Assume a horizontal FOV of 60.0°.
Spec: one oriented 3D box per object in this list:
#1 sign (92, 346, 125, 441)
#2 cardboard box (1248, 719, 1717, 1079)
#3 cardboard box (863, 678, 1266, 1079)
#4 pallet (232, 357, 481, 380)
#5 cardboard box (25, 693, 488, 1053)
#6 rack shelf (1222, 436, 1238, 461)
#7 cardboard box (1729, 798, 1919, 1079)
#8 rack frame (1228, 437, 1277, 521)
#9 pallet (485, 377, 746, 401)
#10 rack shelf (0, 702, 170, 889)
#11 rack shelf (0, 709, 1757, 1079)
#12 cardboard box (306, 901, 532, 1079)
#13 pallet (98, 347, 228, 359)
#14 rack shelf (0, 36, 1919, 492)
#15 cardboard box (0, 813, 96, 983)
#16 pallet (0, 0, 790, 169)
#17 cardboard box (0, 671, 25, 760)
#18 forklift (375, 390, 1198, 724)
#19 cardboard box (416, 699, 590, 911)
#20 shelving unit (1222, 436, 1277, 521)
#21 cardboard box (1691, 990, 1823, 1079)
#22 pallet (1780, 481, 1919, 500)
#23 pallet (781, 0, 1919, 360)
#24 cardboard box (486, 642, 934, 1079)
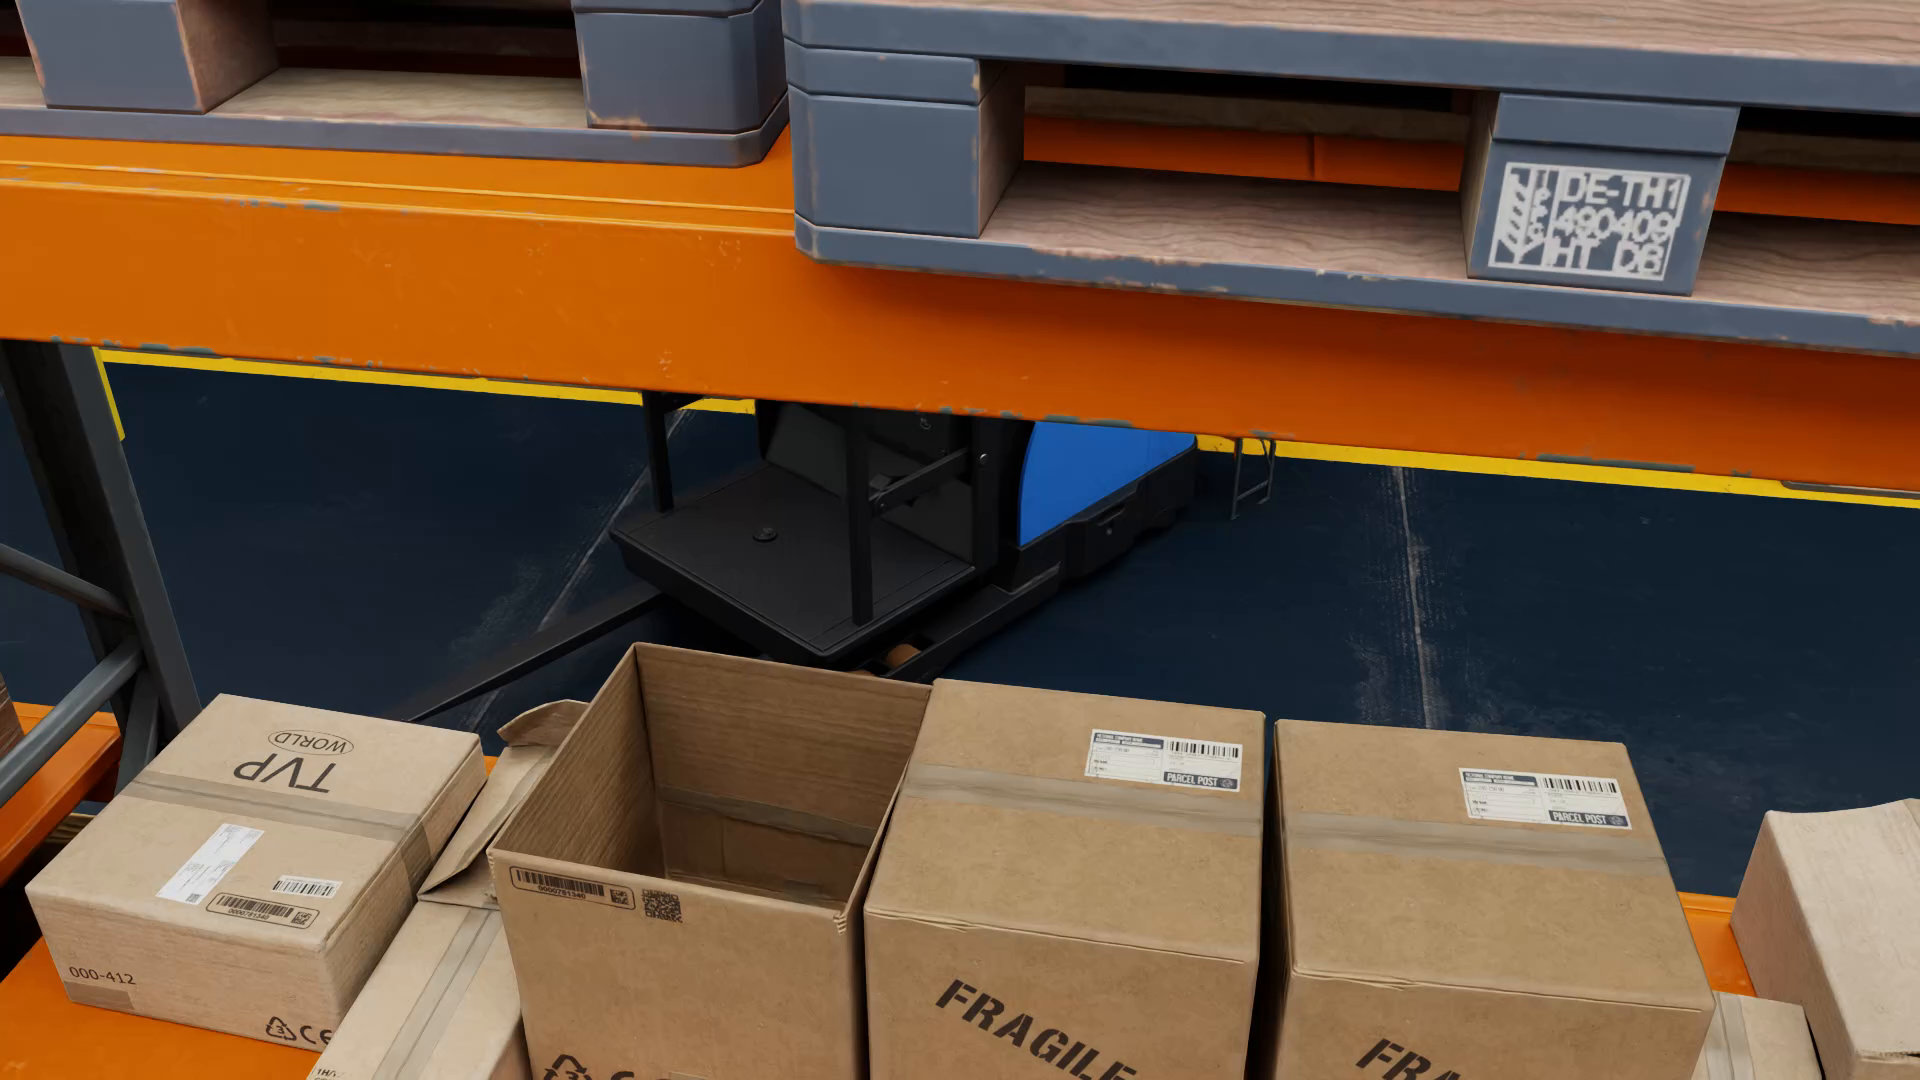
[{"bbox_3d":[-1.521,-0.298,2.882,0.005,0.325,0.100,5,32,8],"label":"sign"},{"bbox_3d":[0.683,0.617,2.342,0.500,0.500,0.500,3,32,6],"label":"cardboard box"},{"bbox_3d":[0.164,0.570,2.418,0.500,0.500,0.500,5,32,8],"label":"cardboard box"},{"bbox_3d":[-2.648,-1.114,7.831,1.213,0.211,1.003,5,32,8],"label":"pallet"},{"bbox_3d":[-1.110,0.529,2.720,0.500,0.250,0.500,7,33,11],"label":"cardboard box"},{"bbox_3d":[0.953,-0.496,6.409,0.258,0.148,0.480,-26,41,-36],"label":"rack shelf"},{"bbox_3d":[1.491,0.658,2.456,0.500,0.311,0.500,5,32,8],"label":"cardboard box"},{"bbox_3d":[1.124,-0.629,6.120,0.240,1.200,0.015,-26,41,-36],"label":"rack frame"},{"bbox_3d":[-1.441,-1.007,7.659,1.213,0.211,1.003,5,32,8],"label":"pallet"},{"bbox_3d":[-3.575,0.570,3.190,4.000,0.370,1.077,5,32,8],"label":"rack shelf"},{"bbox_3d":[0.368,0.927,2.619,4.000,0.370,1.077,5,32,8],"label":"rack shelf"},{"bbox_3d":[-0.764,0.736,2.483,0.250,0.149,0.380,5,32,8],"label":"cardboard box"},{"bbox_3d":[-3.847,-1.225,8.007,1.213,0.211,1.003,5,32,8],"label":"pallet"},{"bbox_3d":[0.368,-0.344,1.824,4.000,0.370,1.077,5,32,8],"label":"rack shelf"},{"bbox_3d":[-2.008,0.908,3.461,0.500,0.500,0.500,5,32,8],"label":"cardboard box"},{"bbox_3d":[-0.732,-0.675,1.854,1.217,0.209,0.805,4,32,6],"label":"pallet"},{"bbox_3d":[-2.042,0.365,2.745,0.500,0.500,0.700,4,32,7],"label":"cardboard box"},{"bbox_3d":[-0.480,-0.966,5.031,1.130,2.935,3.031,27,41,36],"label":"forklift"},{"bbox_3d":[-0.706,0.483,2.777,0.258,0.266,0.396,4,32,7],"label":"cardboard box"},{"bbox_3d":[0.955,-0.722,6.270,0.258,1.200,0.503,-26,41,-36],"label":"shelving unit"},{"bbox_3d":[1.073,0.823,2.345,0.250,0.149,0.380,8,33,12],"label":"cardboard box"},{"bbox_3d":[3.934,-0.498,6.847,1.213,0.211,1.003,5,32,8],"label":"pallet"},{"bbox_3d":[0.553,-0.503,1.577,1.213,0.211,1.003,7,33,10],"label":"pallet"},{"bbox_3d":[-0.330,0.526,2.489,0.500,0.500,0.500,7,33,12],"label":"cardboard box"}]
